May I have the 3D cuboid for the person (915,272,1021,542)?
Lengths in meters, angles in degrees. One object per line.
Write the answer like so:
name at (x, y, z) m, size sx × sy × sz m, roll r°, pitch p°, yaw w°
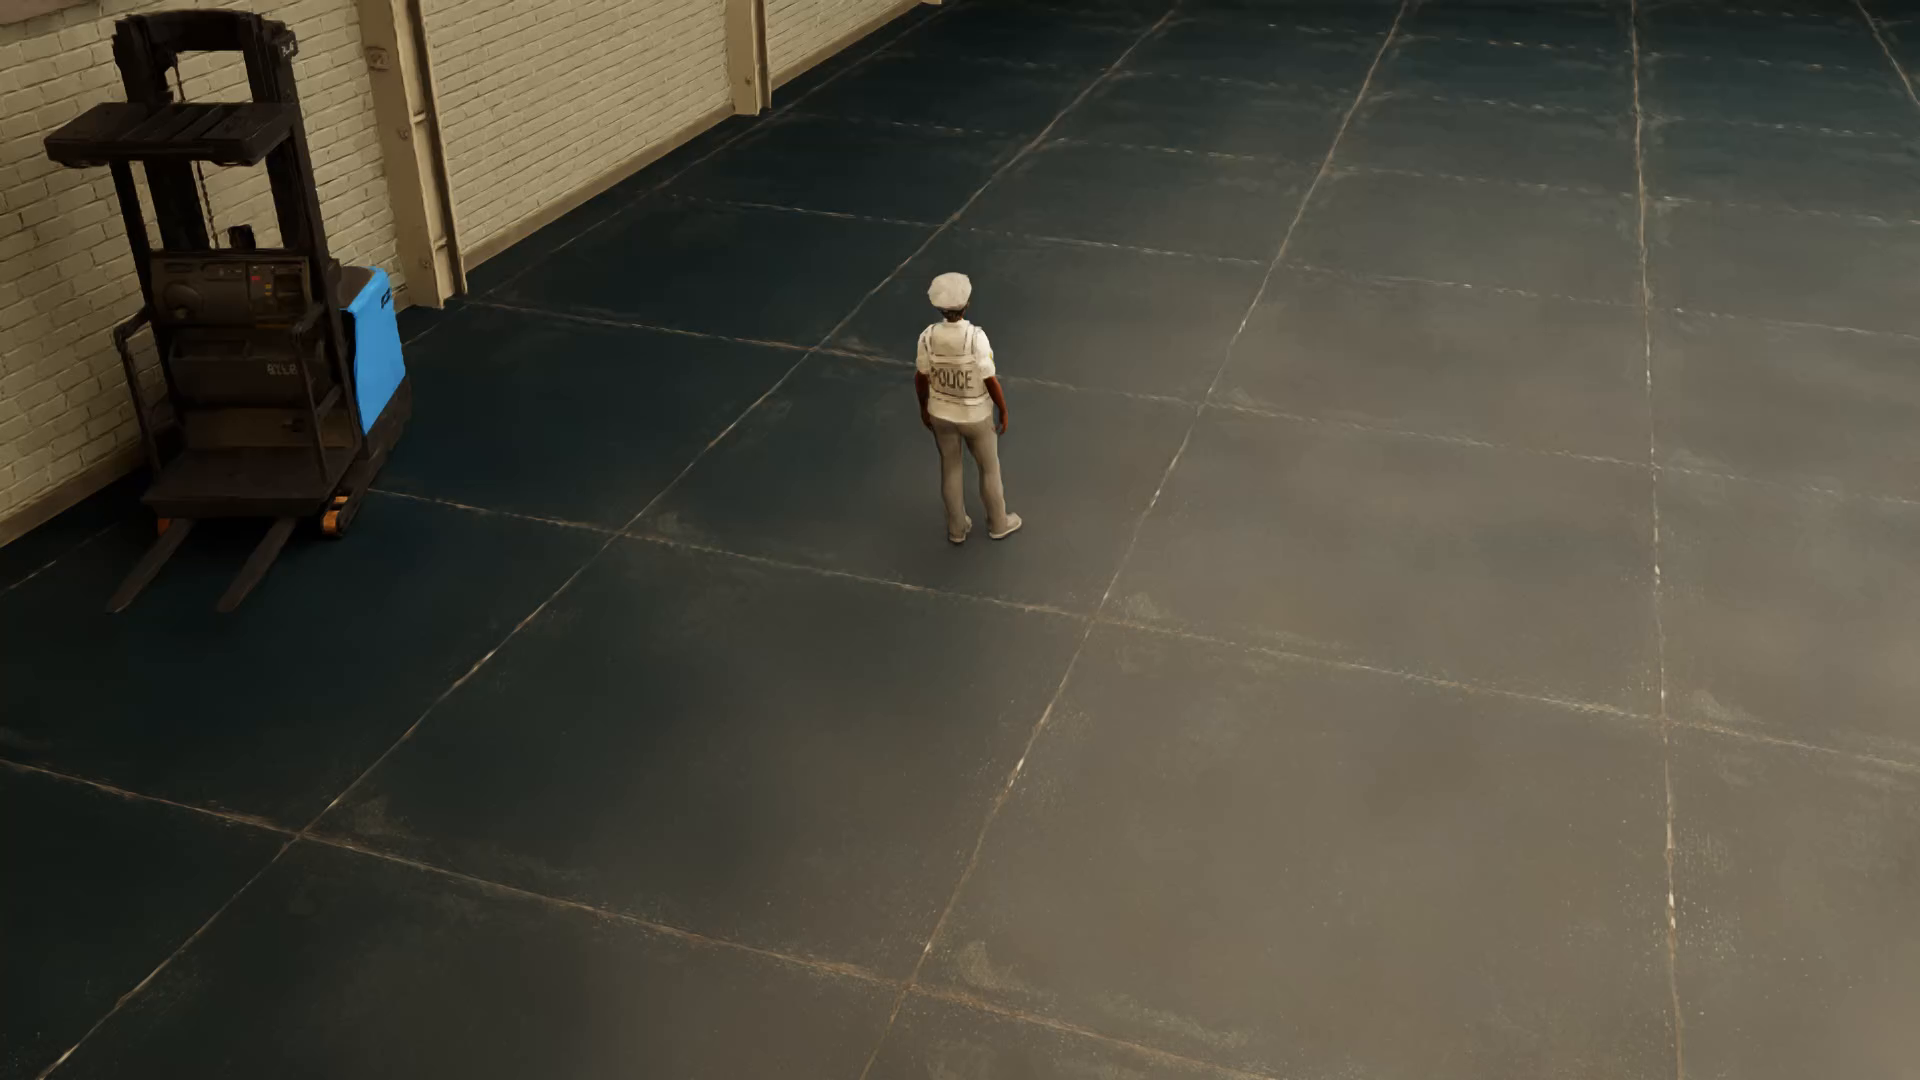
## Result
person at (0.043, -0.775, 9.729) m, size 0.570 × 1.695 × 0.529 m, roll 10°, pitch 31°, yaw 16°

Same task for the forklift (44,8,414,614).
forklift at (-4.307, -1.441, 9.665) m, size 1.130 × 2.935 × 3.031 m, roll -1°, pitch 30°, yaw -1°
